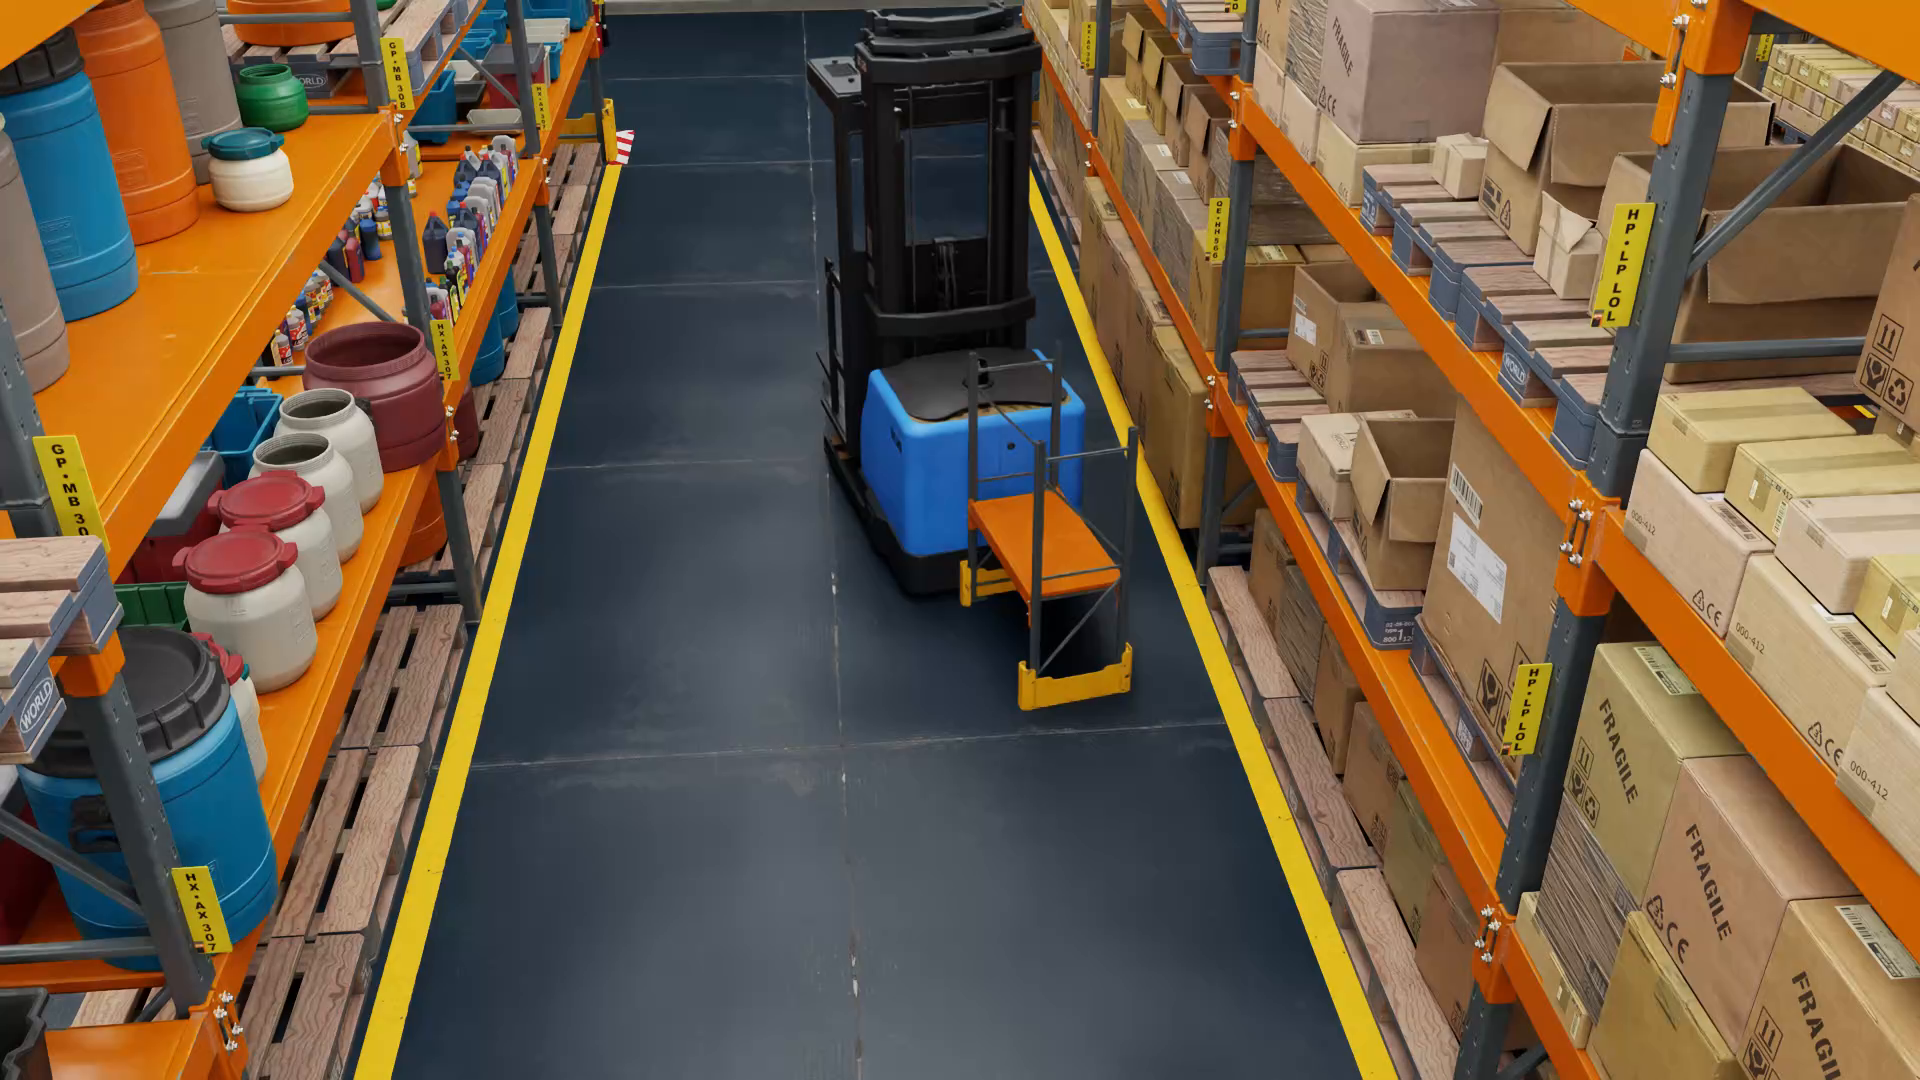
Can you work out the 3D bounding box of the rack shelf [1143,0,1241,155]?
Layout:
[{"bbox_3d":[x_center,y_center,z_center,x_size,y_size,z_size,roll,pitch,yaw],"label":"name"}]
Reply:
[{"bbox_3d":[1.647,-3.076,9.751,1.077,0.370,4.000,-3,31,-5],"label":"rack shelf"}]

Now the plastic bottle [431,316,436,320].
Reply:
[{"bbox_3d":[-2.799,-1.080,8.759,0.097,0.271,0.097,0,31,0],"label":"plastic bottle"}]

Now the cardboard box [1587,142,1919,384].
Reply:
[{"bbox_3d":[2.263,-0.791,4.713,0.797,0.503,0.637,-4,31,-7],"label":"cardboard box"}]

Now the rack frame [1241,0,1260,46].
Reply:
[{"bbox_3d":[1.834,-3.651,7.088,1.000,3.000,0.127,-3,31,-5],"label":"rack frame"}]

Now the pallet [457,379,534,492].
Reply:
[{"bbox_3d":[-3.323,-0.663,10.655,1.003,0.211,1.213,-3,31,-5],"label":"pallet"}]

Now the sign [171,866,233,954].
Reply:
[{"bbox_3d":[-2.175,1.064,4.773,0.100,0.325,0.005,-3,31,-5],"label":"sign"}]

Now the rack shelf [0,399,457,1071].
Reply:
[{"bbox_3d":[-2.910,0.491,6.704,1.077,0.370,4.000,-3,31,-5],"label":"rack shelf"}]

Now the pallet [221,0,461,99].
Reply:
[{"bbox_3d":[-3.071,-2.440,8.170,1.003,0.211,1.213,-3,31,-5],"label":"pallet"}]

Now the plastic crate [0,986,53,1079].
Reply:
[{"bbox_3d":[-2.801,1.504,4.368,0.767,0.338,0.504,-3,31,-5],"label":"plastic crate"}]

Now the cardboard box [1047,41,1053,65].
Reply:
[{"bbox_3d":[0.936,-4.070,13.884,0.380,0.149,0.250,-4,31,-6],"label":"cardboard box"}]

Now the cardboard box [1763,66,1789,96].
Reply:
[{"bbox_3d":[5.987,-3.281,11.863,0.380,0.149,0.250,-2,31,-4],"label":"cardboard box"}]

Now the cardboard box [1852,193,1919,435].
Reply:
[{"bbox_3d":[2.504,-0.489,3.844,0.500,0.500,0.500,-4,31,-6],"label":"cardboard box"}]

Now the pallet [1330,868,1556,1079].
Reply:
[{"bbox_3d":[2.134,1.766,6.587,1.003,0.211,1.213,-3,31,-5],"label":"pallet"}]

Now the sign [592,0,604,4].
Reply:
[{"bbox_3d":[-3.298,-5.028,15.083,0.100,0.325,0.005,-3,31,-5],"label":"sign"}]

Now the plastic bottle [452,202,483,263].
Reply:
[{"bbox_3d":[-2.956,-1.844,9.959,0.144,0.351,0.185,-3,31,-5],"label":"plastic bottle"}]

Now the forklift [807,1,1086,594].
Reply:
[{"bbox_3d":[-0.228,-1.708,9.751,1.130,2.935,3.031,-9,32,-15],"label":"forklift"}]

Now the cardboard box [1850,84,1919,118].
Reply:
[{"bbox_3d":[6.086,-2.878,10.898,0.380,0.149,0.250,-3,31,-5],"label":"cardboard box"}]

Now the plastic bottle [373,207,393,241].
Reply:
[{"bbox_3d":[-3.576,-1.965,10.309,0.097,0.201,0.097,0,31,0],"label":"plastic bottle"}]

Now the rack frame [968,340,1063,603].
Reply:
[{"bbox_3d":[0.286,-0.339,8.855,0.500,1.500,0.032,-9,32,-15],"label":"rack frame"}]

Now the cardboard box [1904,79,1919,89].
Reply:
[{"bbox_3d":[6.688,-3.167,11.383,0.380,0.149,0.250,-4,31,-6],"label":"cardboard box"}]

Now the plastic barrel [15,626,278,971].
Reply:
[{"bbox_3d":[-2.458,0.777,5.036,0.600,0.901,0.708,-3,31,-5],"label":"plastic barrel"}]

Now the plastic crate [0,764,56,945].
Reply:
[{"bbox_3d":[-3.073,0.944,5.183,0.402,0.464,0.583,-3,31,-5],"label":"plastic crate"}]

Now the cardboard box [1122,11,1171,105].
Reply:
[{"bbox_3d":[1.528,-3.266,11.217,0.797,0.503,0.637,-4,31,-6],"label":"cardboard box"}]

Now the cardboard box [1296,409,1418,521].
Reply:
[{"bbox_3d":[1.762,-0.325,7.106,0.500,0.250,0.500,-4,31,-6],"label":"cardboard box"}]

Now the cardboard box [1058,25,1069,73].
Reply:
[{"bbox_3d":[1.059,-3.919,13.242,0.500,0.250,0.500,-2,31,-4],"label":"cardboard box"}]

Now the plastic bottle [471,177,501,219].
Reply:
[{"bbox_3d":[-3.031,-2.198,10.625,0.152,0.276,0.135,-3,31,-5],"label":"plastic bottle"}]

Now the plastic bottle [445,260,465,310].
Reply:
[{"bbox_3d":[-2.848,-1.450,9.365,0.061,0.283,0.133,-3,31,-5],"label":"plastic bottle"}]

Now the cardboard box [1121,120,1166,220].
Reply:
[{"bbox_3d":[1.349,-2.402,10.749,0.500,0.500,0.500,-3,31,-6],"label":"cardboard box"}]

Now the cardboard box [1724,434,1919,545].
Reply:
[{"bbox_3d":[2.024,-0.115,3.849,0.380,0.149,0.250,-4,31,-7],"label":"cardboard box"}]

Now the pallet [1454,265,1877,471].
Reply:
[{"bbox_3d":[2.256,-0.561,5.022,1.213,0.211,1.003,-3,31,-5],"label":"pallet"}]

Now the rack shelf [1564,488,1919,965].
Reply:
[{"bbox_3d":[2.395,1.009,2.913,1.077,0.370,4.000,-3,31,-5],"label":"rack shelf"}]

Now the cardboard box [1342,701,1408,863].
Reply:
[{"bbox_3d":[2.093,1.006,7.149,0.700,0.500,0.500,-5,31,-9],"label":"cardboard box"}]

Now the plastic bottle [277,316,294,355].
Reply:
[{"bbox_3d":[-3.581,-1.092,8.767,0.061,0.283,0.133,-3,31,-5],"label":"plastic bottle"}]

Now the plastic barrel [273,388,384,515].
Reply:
[{"bbox_3d":[-2.788,-0.372,7.338,0.421,0.512,0.421,0,31,0],"label":"plastic barrel"}]

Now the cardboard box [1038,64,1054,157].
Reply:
[{"bbox_3d":[1.226,-4.105,15.361,0.875,0.875,0.875,-3,31,-5],"label":"cardboard box"}]

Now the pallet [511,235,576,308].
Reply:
[{"bbox_3d":[-3.578,-2.057,12.988,1.003,0.211,1.213,-3,31,-5],"label":"pallet"}]

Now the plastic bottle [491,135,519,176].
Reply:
[{"bbox_3d":[-3.112,-2.642,11.369,0.152,0.276,0.135,-3,31,-5],"label":"plastic bottle"}]

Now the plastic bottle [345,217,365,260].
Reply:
[{"bbox_3d":[-3.670,-1.833,9.941,0.144,0.351,0.185,-3,31,-5],"label":"plastic bottle"}]

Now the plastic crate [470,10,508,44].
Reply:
[{"bbox_3d":[-4.088,-4.399,14.294,0.416,0.233,0.300,-3,31,-5],"label":"plastic crate"}]

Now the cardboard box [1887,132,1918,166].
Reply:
[{"bbox_3d":[6.135,-2.483,10.527,0.380,0.149,0.250,-3,31,-6],"label":"cardboard box"}]

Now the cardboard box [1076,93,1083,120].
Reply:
[{"bbox_3d":[1.081,-3.282,12.564,0.380,0.149,0.250,-2,31,-4],"label":"cardboard box"}]

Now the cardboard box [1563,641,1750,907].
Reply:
[{"bbox_3d":[1.997,0.608,4.444,0.500,0.500,0.500,-3,31,-5],"label":"cardboard box"}]

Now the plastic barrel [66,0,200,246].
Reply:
[{"bbox_3d":[-3.175,-1.547,6.071,0.600,0.830,0.708,-3,31,-5],"label":"plastic barrel"}]

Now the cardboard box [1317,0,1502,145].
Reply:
[{"bbox_3d":[1.720,-1.853,6.418,0.500,0.500,0.500,-4,31,-6],"label":"cardboard box"}]

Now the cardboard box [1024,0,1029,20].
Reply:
[{"bbox_3d":[0.791,-4.855,15.199,0.380,0.149,0.250,-2,31,-4],"label":"cardboard box"}]

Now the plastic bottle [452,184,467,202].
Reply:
[{"bbox_3d":[-3.141,-2.112,10.486,0.097,0.271,0.097,0,31,0],"label":"plastic bottle"}]

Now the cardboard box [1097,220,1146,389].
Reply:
[{"bbox_3d":[1.624,-1.604,11.173,1.225,0.875,0.875,-4,31,-6],"label":"cardboard box"}]

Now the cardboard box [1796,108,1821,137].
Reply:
[{"bbox_3d":[6.038,-2.884,11.489,0.380,0.149,0.250,-3,31,-4],"label":"cardboard box"}]

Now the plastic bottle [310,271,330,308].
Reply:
[{"bbox_3d":[-3.628,-1.415,9.388,0.097,0.201,0.097,0,31,0],"label":"plastic bottle"}]

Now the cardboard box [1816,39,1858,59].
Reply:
[{"bbox_3d":[6.613,-3.740,12.698,0.500,0.500,0.500,-3,31,-5],"label":"cardboard box"}]

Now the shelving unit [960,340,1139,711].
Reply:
[{"bbox_3d":[0.433,-0.094,8.445,0.587,1.500,1.083,-9,32,-15],"label":"shelving unit"}]

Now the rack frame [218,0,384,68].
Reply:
[{"bbox_3d":[-3.097,-3.414,6.690,1.000,3.000,0.127,-3,31,-5],"label":"rack frame"}]
